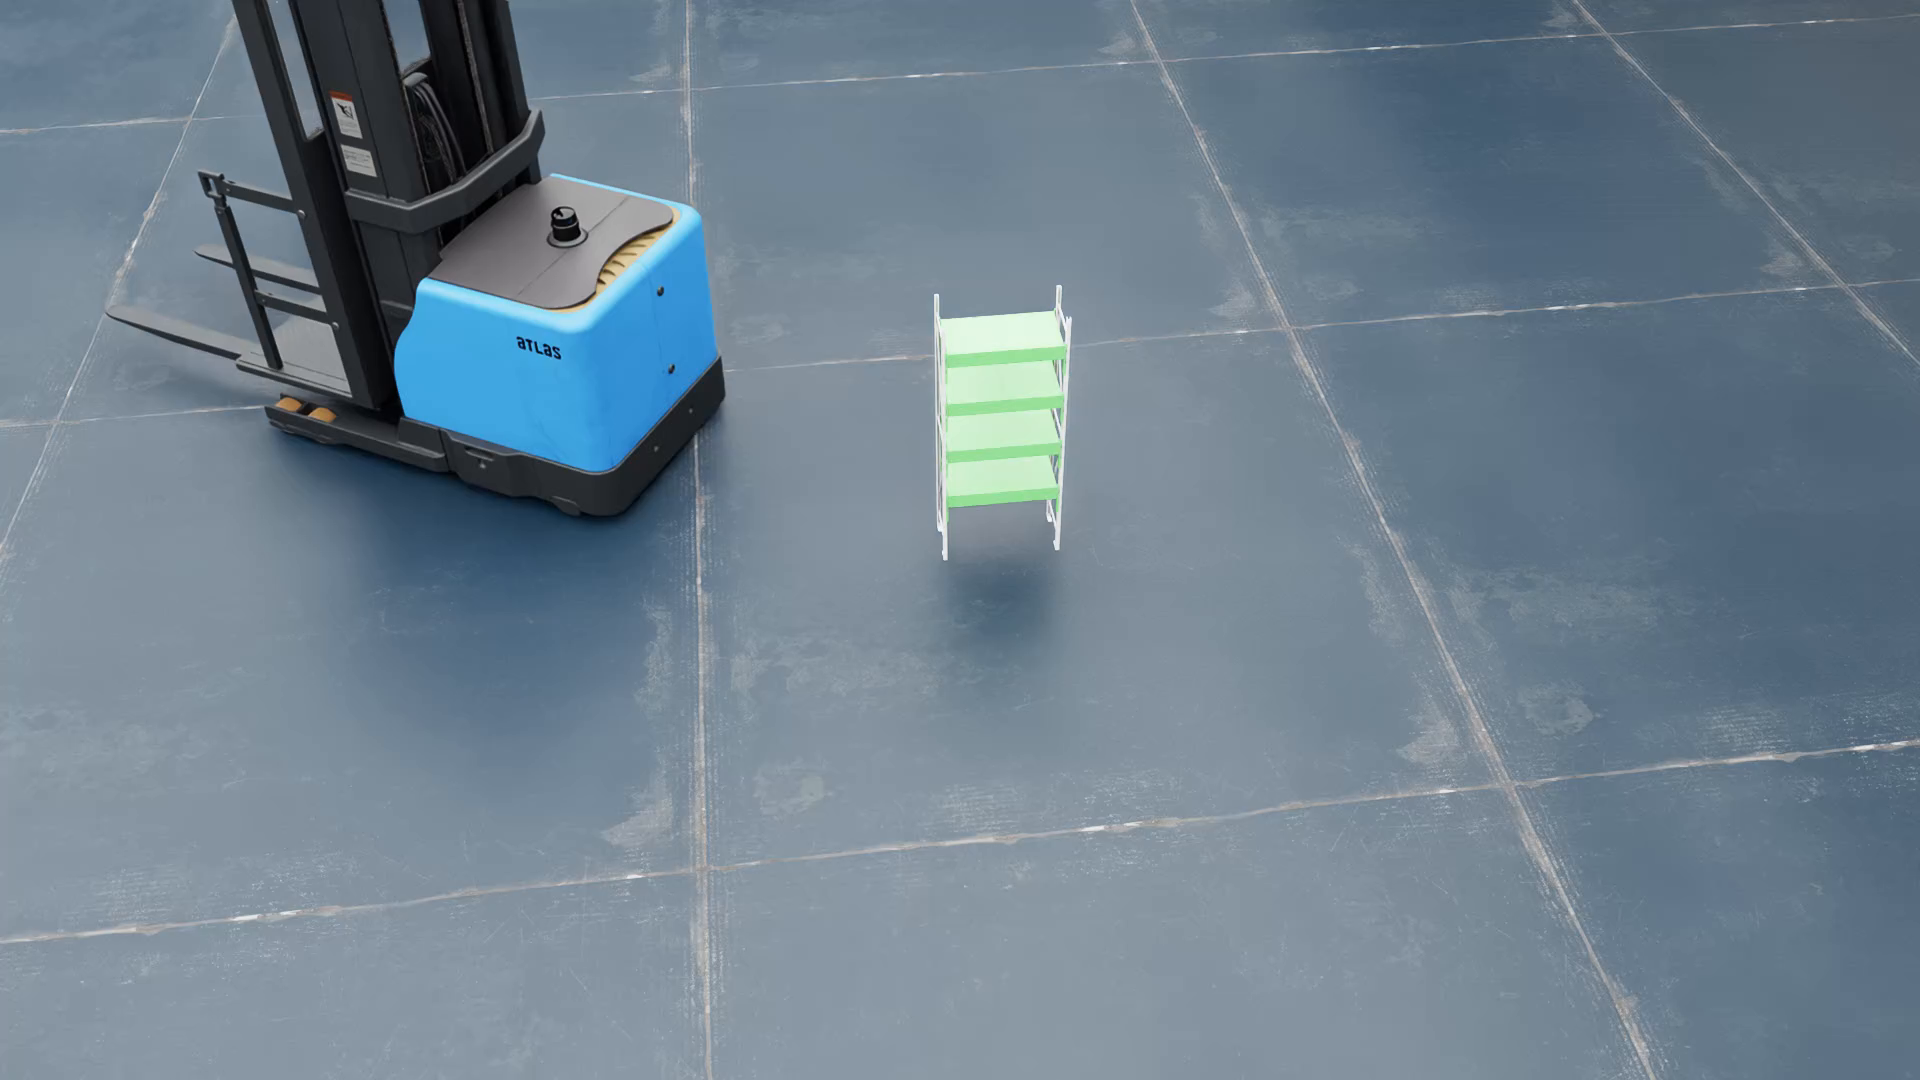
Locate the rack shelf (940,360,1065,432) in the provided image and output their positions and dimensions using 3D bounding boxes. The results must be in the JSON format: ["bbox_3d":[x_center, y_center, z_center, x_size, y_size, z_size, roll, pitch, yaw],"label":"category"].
[{"bbox_3d":[0.164,-0.591,6.746,0.480,0.148,0.258,-5,42,-6],"label":"rack shelf"}]

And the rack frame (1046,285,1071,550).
[{"bbox_3d":[0.406,-0.481,6.888,0.015,1.200,0.240,-5,42,-6],"label":"rack frame"}]

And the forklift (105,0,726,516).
[{"bbox_3d":[-2.679,-1.842,7.104,3.031,2.935,1.130,16,45,17],"label":"forklift"}]

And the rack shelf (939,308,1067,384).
[{"bbox_3d":[0.164,-0.769,6.585,0.480,0.148,0.258,-5,42,-6],"label":"rack shelf"}]

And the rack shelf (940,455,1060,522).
[{"bbox_3d":[0.164,-0.234,7.068,0.480,0.148,0.258,-5,42,-6],"label":"rack shelf"}]

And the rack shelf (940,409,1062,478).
[{"bbox_3d":[0.164,-0.412,6.907,0.480,0.148,0.258,-5,42,-6],"label":"rack shelf"}]

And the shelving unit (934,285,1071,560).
[{"bbox_3d":[0.164,-0.460,6.864,0.503,1.200,0.258,-5,42,-6],"label":"shelving unit"}]

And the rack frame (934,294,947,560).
[{"bbox_3d":[-0.078,-0.439,6.841,0.015,1.200,0.240,-5,42,-6],"label":"rack frame"}]
